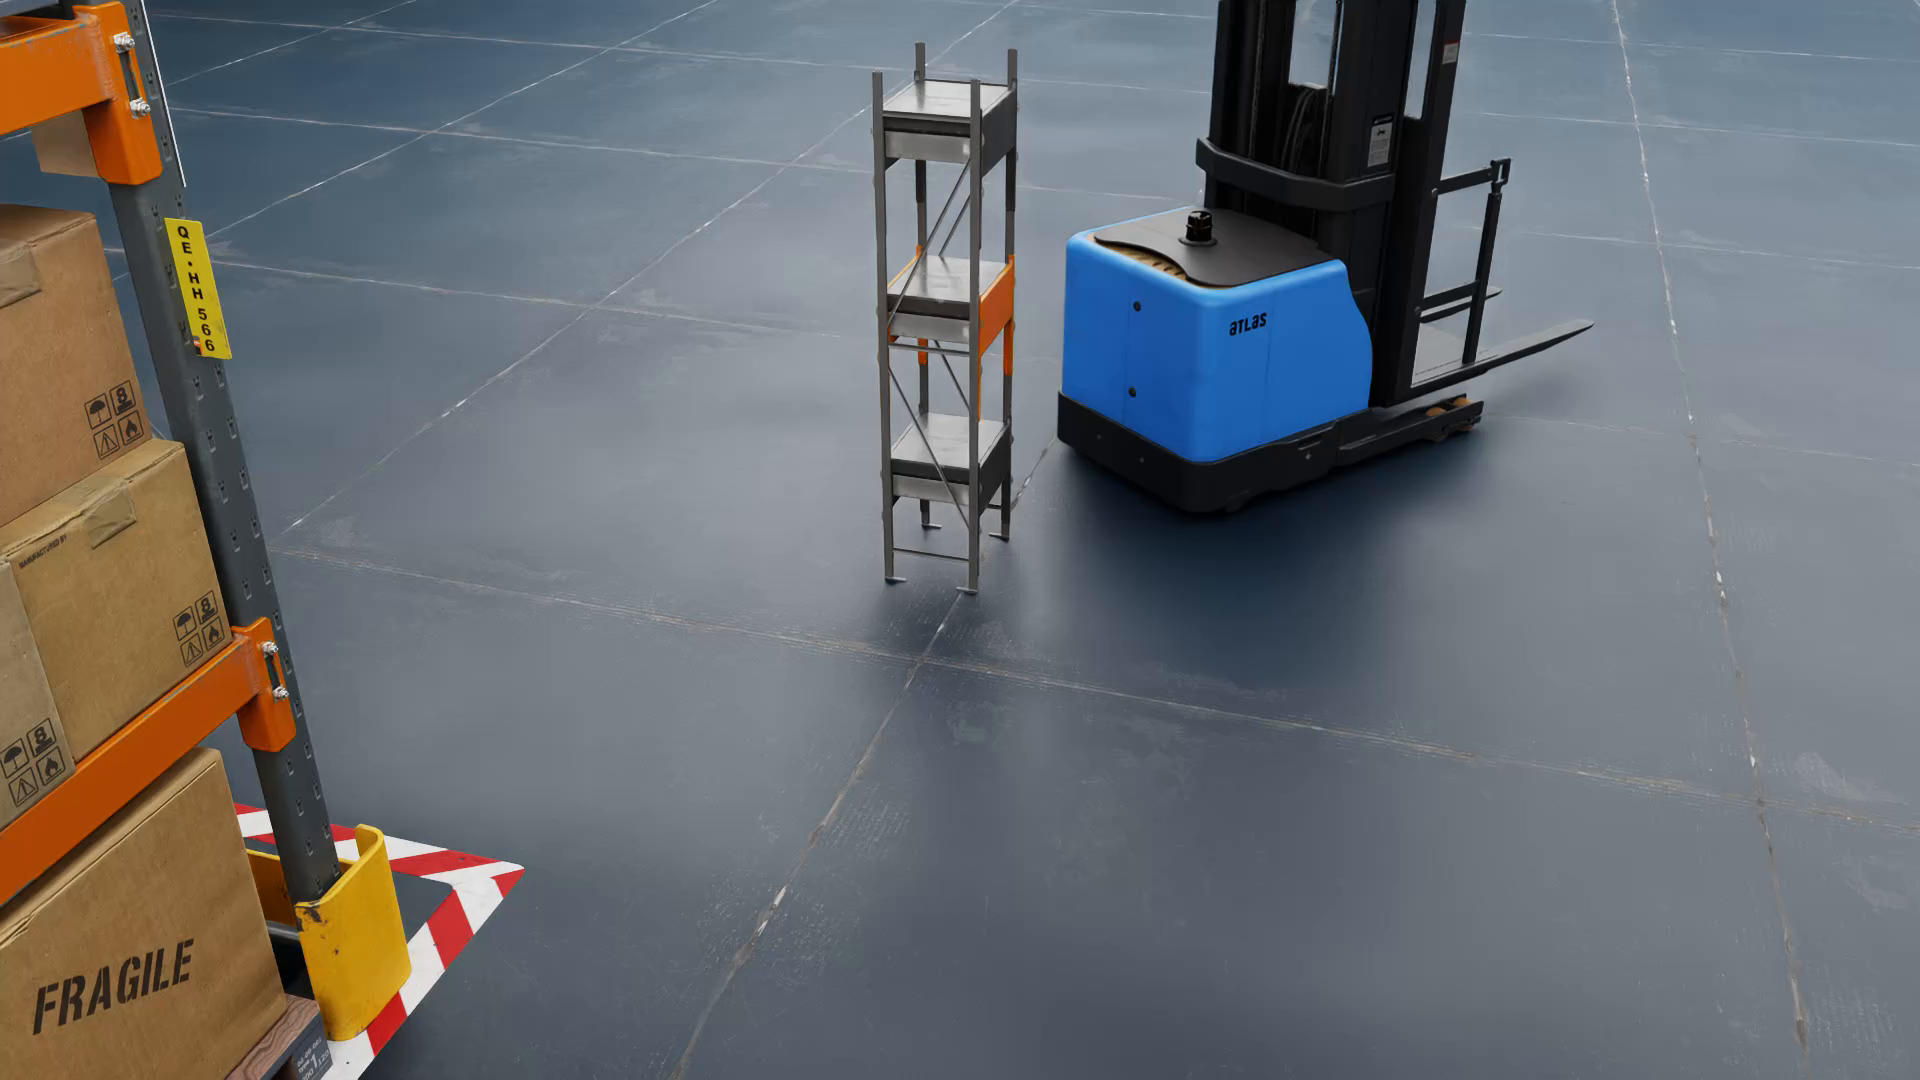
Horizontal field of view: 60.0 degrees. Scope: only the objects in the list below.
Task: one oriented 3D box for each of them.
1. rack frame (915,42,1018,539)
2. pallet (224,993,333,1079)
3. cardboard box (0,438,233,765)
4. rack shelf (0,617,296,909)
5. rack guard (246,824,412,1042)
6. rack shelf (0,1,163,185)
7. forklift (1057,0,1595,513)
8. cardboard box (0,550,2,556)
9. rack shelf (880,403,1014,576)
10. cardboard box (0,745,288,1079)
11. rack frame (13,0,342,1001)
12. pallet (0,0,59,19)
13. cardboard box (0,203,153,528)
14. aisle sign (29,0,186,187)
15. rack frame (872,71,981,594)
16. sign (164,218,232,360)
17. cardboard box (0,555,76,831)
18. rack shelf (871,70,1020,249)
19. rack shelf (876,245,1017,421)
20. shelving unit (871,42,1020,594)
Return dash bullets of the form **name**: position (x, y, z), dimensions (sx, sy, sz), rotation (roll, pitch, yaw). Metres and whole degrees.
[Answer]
- **rack frame**: position (0.023, -0.954, 6.805), dimensions (0.400, 2.100, 0.015), rotation (8, 30, 15)
- **pallet**: position (-2.390, 1.565, 4.221), dimensions (1.003, 0.211, 1.213), rotation (8, 30, 15)
- **cardboard box**: position (-2.295, 0.077, 3.873), dimensions (0.875, 0.550, 0.550), rotation (8, 30, 15)
- **rack shelf**: position (-2.817, 1.207, 2.735), dimensions (1.077, 0.370, 4.000), rotation (8, 30, 15)
- **rack guard**: position (-2.223, 1.044, 4.858), dimensions (1.175, 0.500, 0.348), rotation (8, 30, 15)
- **rack shelf**: position (-2.817, -0.104, 2.006), dimensions (1.077, 0.370, 4.000), rotation (8, 30, 15)
- **forklift**: position (1.963, -1.950, 7.740), dimensions (3.031, 2.935, 1.130), rotation (-19, 34, -30)
- **cardboard box**: position (-2.449, -0.139, 3.148), dimensions (0.875, 0.550, 0.550), rotation (8, 30, 15)
- **rack shelf**: position (-0.049, -0.217, 6.948), dimensions (0.431, 0.518, 0.480), rotation (8, 30, 15)
- **cardboard box**: position (-2.366, 1.033, 4.062), dimensions (0.875, 0.875, 0.875), rotation (9, 30, 15)
- **rack frame**: position (-2.230, -0.037, 4.231), dimensions (1.000, 3.000, 0.127), rotation (8, 30, 15)
- **pallet**: position (-2.438, -0.963, 2.901), dimensions (1.003, 0.211, 1.213), rotation (8, 30, 15)
- **cardboard box**: position (-2.376, -0.407, 3.632), dimensions (0.875, 0.550, 0.550), rotation (8, 30, 15)
- **aisle sign**: position (-1.922, -1.163, 3.581), dimensions (0.394, 0.787, 0.004), rotation (8, 30, 15)
- **rack frame**: position (-0.120, -0.727, 6.397), dimensions (0.400, 2.100, 0.015), rotation (8, 30, 15)
- **sign**: position (-1.715, -0.562, 3.741), dimensions (0.100, 0.325, 0.005), rotation (8, 30, 15)
- **cardboard box**: position (-2.436, 0.335, 3.407), dimensions (0.875, 0.550, 0.550), rotation (8, 30, 15)
- **rack shelf**: position (-0.049, -1.440, 6.268), dimensions (0.431, 0.518, 0.480), rotation (8, 30, 15)
- **rack shelf**: position (-0.049, -0.829, 6.608), dimensions (0.431, 0.518, 0.480), rotation (8, 30, 15)
- **shelving unit**: position (-0.049, -0.841, 6.601), dimensions (0.431, 2.100, 0.503), rotation (8, 30, 15)
